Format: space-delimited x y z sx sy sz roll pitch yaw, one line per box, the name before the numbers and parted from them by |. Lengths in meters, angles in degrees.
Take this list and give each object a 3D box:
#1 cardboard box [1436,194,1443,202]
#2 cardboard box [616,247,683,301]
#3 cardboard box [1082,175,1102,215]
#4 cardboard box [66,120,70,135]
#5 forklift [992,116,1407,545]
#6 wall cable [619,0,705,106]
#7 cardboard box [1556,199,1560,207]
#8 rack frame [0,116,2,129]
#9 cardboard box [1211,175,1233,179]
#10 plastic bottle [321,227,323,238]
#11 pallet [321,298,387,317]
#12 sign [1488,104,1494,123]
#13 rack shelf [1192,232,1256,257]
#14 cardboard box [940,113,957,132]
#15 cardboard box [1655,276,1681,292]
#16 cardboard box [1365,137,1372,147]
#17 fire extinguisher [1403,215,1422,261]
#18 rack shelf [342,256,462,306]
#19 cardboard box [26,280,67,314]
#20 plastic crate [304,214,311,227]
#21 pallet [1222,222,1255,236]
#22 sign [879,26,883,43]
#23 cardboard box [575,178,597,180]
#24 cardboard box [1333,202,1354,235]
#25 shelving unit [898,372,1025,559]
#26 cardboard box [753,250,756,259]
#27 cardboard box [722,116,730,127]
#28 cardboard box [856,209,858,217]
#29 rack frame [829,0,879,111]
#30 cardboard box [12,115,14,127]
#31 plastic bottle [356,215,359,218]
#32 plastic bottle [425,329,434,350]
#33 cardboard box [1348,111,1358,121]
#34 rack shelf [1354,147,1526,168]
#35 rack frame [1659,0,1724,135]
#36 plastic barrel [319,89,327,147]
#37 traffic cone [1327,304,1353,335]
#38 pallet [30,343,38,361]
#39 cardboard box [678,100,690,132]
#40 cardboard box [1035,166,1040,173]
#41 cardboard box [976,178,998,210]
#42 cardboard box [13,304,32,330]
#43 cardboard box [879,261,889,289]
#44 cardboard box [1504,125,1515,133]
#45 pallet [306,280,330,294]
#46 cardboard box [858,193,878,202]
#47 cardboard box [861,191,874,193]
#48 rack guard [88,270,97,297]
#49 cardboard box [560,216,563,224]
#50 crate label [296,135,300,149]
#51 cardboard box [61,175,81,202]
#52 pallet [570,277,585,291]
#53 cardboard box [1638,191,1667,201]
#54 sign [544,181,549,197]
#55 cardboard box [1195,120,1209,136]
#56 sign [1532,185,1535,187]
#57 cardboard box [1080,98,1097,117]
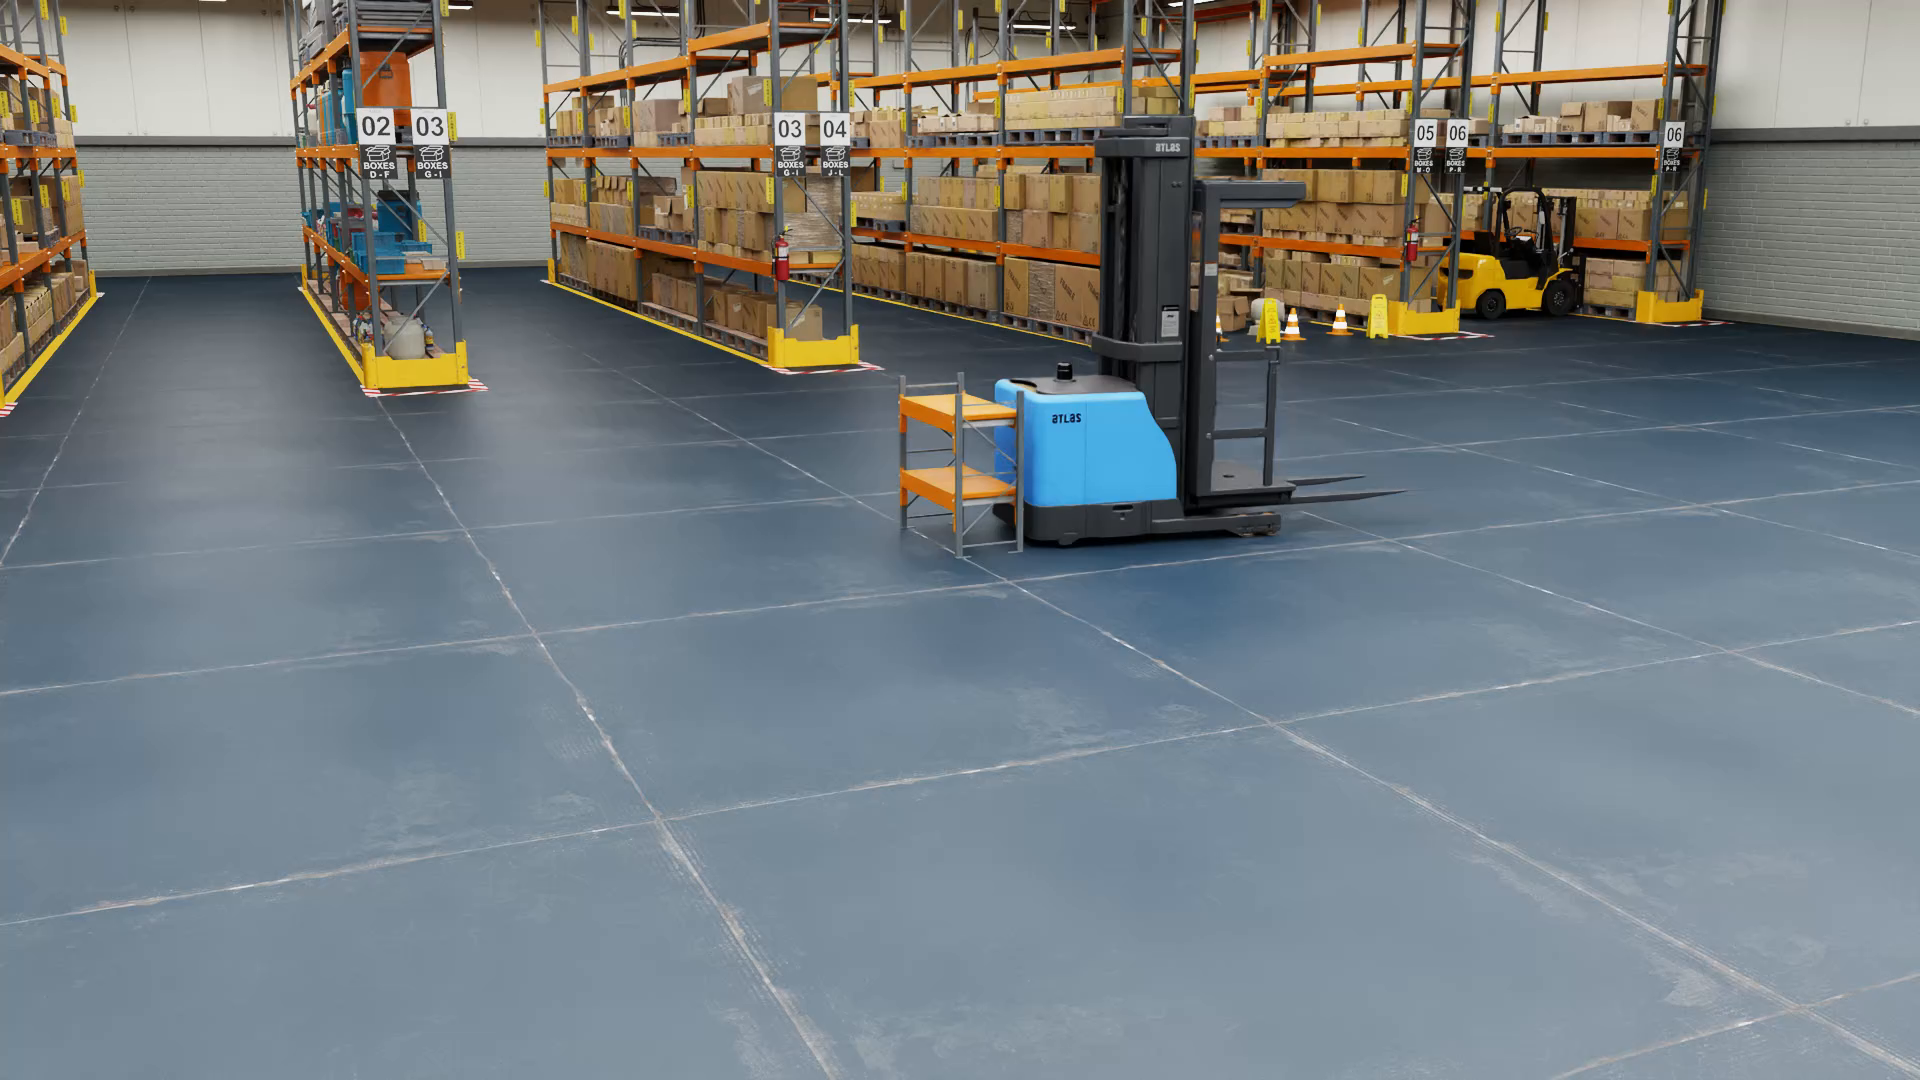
cardboard box | 9.349 -6.553 31.870 0.380 0.149 0.250 -6 14 -24
cardboard box | -5.353 -4.725 29.412 1.225 0.875 0.875 -6 14 -26
cardboard box | 2.276 -4.970 23.962 0.875 0.550 0.550 -6 14 -23
cardboard box | -16.739 -7.615 30.691 0.500 0.250 0.500 -6 14 -23
forklift | 1.817 -1.557 12.099 3.031 2.935 1.130 -4 14 -16
wall cable | -7.407 -13.033 41.090 2.277 5.999 0.120 -6 14 -23
cardboard box | 10.621 -5.882 28.973 0.380 0.149 0.250 -6 14 -24
rack frame | -12.572 -6.613 20.485 1.000 3.000 0.127 -6 14 -23
cardboard box | 4.898 -6.707 30.947 0.380 0.149 0.250 -6 14 -26
plastic bottle | -10.876 -5.311 28.451 0.097 0.271 0.097 0 13 0
pallet | -10.473 -4.016 28.752 1.003 0.211 1.213 -6 14 -23
sign | 9.640 -7.744 30.180 0.100 0.325 0.005 -6 14 -23
rack shelf | 4.785 -5.542 30.759 1.077 0.370 4.000 -6 14 -23
cardboard box | -0.016 -7.130 28.416 0.500 0.311 0.500 -6 14 -24
cardboard box | 11.737 -4.326 27.969 0.500 0.250 0.500 -5 14 -22
cardboard box | 6.544 -6.205 25.933 0.380 0.149 0.250 -6 14 -23
fire extinguisher | 6.813 -4.550 25.048 0.296 0.674 0.183 -6 14 -23
rack shelf | -7.231 -3.373 21.387 1.077 0.370 4.000 -6 14 -23
cardboard box | -14.506 -3.845 26.398 0.500 0.500 0.500 -6 14 -24
plastic crate | -12.394 -6.149 32.024 0.416 0.233 0.300 -6 14 -23
pallet | 5.414 -5.557 29.653 1.003 0.211 1.213 -6 14 -23
sign | -1.607 -10.170 33.434 0.100 0.325 0.005 -6 14 -23
cardboard box | -7.865 -7.424 35.303 0.500 0.500 0.500 -5 14 -22
cardboard box | 6.325 -5.141 26.550 0.500 0.500 0.500 -6 14 -23
shelving unit | -0.003 -0.549 11.749 0.538 1.125 1.048 -6 14 -23
cardboard box | -2.590 -3.883 22.551 0.380 0.149 0.250 -6 14 -23
cardboard box | -3.089 -5.806 23.099 0.380 0.149 0.250 -6 14 -24
cardboard box | -1.849 -6.354 32.298 0.380 0.149 0.250 -6 14 -24
rack frame | -2.113 -9.587 33.335 1.000 3.000 0.127 -6 14 -23
cardboard box | -13.941 -6.021 23.981 0.500 0.250 0.500 -7 15 -27
plastic bottle | -10.626 -5.554 29.324 0.144 0.351 0.185 -6 14 -23
plastic bottle | -6.870 -2.598 21.519 0.097 0.271 0.097 0 13 0
cardboard box | 6.369 -6.696 26.286 0.380 0.149 0.250 -6 14 -25
rack shelf | 9.332 -7.453 32.361 1.077 0.370 4.000 -6 14 -23
rack frame | 11.735 -8.025 26.585 1.000 3.000 0.127 -6 14 -23
plastic barrel | -9.242 -6.309 24.874 0.600 0.830 0.708 -6 14 -23
traffic cone | 5.835 -3.389 25.488 0.336 0.463 0.334 -6 14 -23
pallet | -12.903 -2.480 22.119 1.003 0.211 1.213 -6 14 -23
cardboard box | -3.969 -6.601 25.926 0.797 0.503 0.637 -5 14 -21
cardboard box | 1.870 -8.136 36.491 0.380 0.149 0.250 -6 14 -23
cardboard box | 0.679 -5.755 27.645 0.700 0.500 0.500 -6 14 -24
cardboard box | -12.509 -2.936 21.828 0.500 0.311 0.500 -6 14 -23
cardboard box | -1.218 -5.044 31.626 0.500 0.500 0.500 -5 14 -21
cardboard box | 10.035 -7.401 29.945 0.380 0.149 0.250 -5 14 -22
pallet | -12.544 -5.084 33.367 1.003 0.211 1.213 -6 14 -23
cardboard box | -1.747 -6.591 32.001 0.380 0.149 0.250 -5 14 -21
cardboard box | -2.081 -6.983 34.507 0.500 0.500 0.500 -6 14 -24
rack guard | -17.348 -4.936 32.088 1.175 0.500 0.348 -6 14 -23
cardboard box | -8.047 -6.626 34.403 0.380 0.149 0.250 -6 14 -24
crate label | -12.765 -7.785 32.533 0.408 0.251 0.502 -6 14 -23
cardboard box | -16.949 -6.638 31.460 0.500 0.500 0.500 -6 14 -23
pallet | -7.424 -5.295 34.280 1.003 0.211 1.213 -6 14 -23
cardboard box | 11.399 -5.667 27.381 0.380 0.149 0.250 -6 14 -23
sign | -8.811 -7.475 35.419 0.100 0.325 0.005 -6 14 -23
cardboard box | 4.621 -7.505 30.762 0.797 0.503 0.637 -6 14 -23
sign | 10.641 -6.439 30.944 0.100 0.325 0.005 -6 14 -23
cardboard box | 2.042 -6.151 23.661 0.500 0.250 0.500 -6 14 -23
